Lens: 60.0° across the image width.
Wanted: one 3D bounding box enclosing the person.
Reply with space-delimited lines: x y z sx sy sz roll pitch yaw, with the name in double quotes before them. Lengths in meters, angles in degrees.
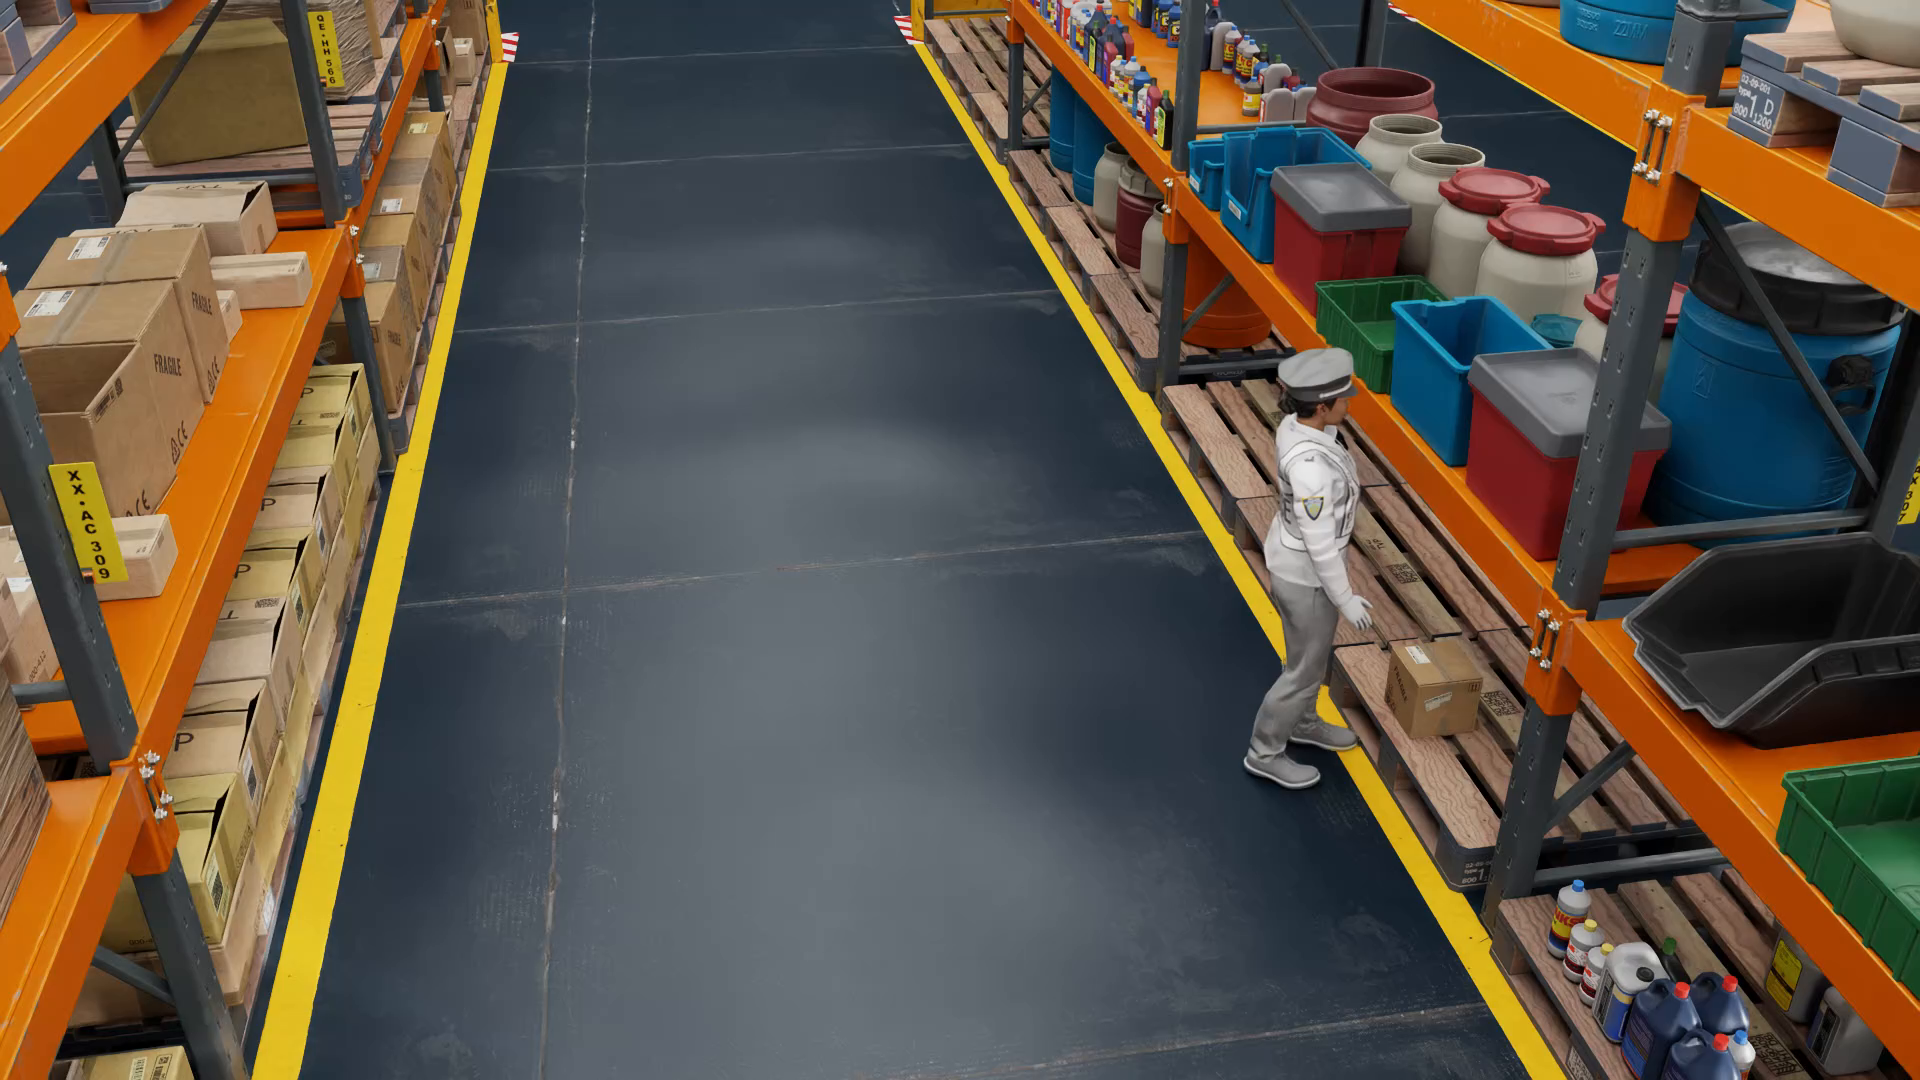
"person" 1.288 0.119 5.903 0.464 1.692 0.519 3 31 6
